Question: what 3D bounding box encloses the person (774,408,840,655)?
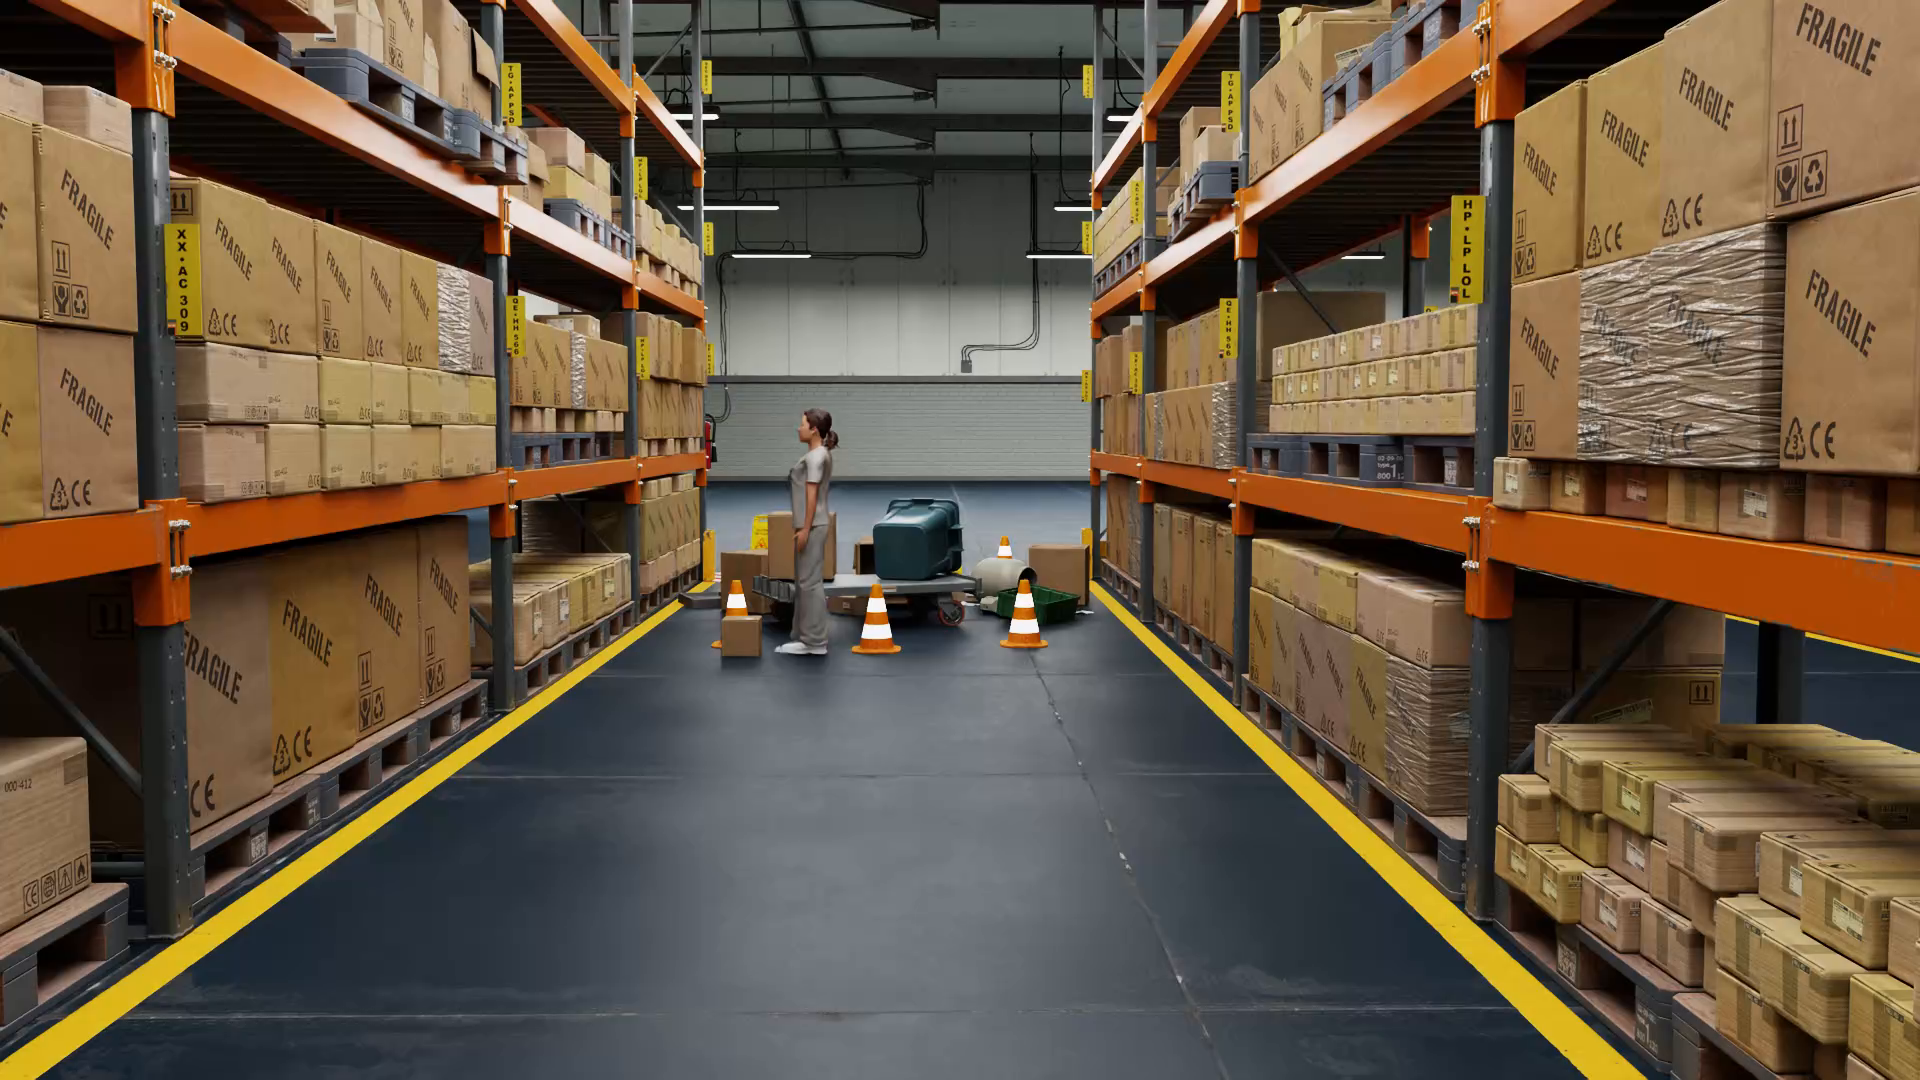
[{"bbox_3d":[-1.047,-0.048,11.292,0.469,1.696,0.447,0,4,-1],"label":"person"}]
